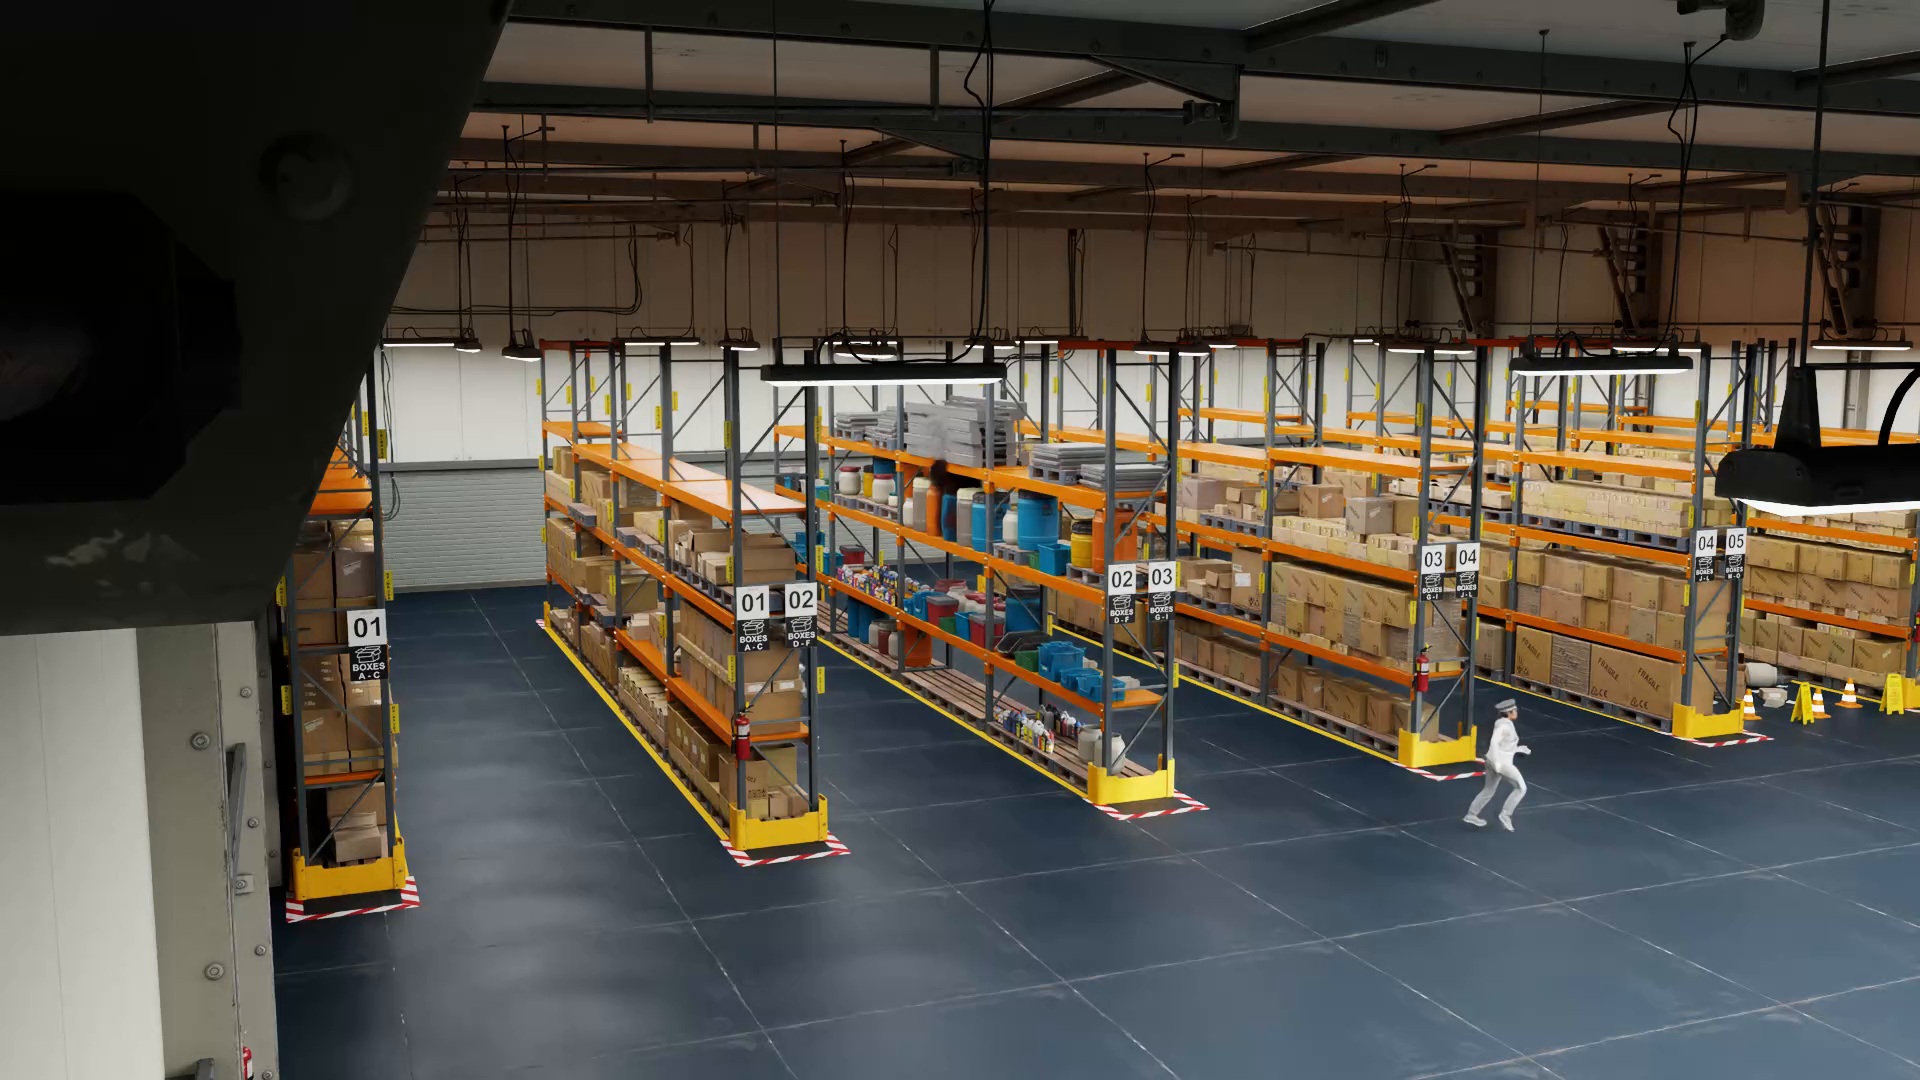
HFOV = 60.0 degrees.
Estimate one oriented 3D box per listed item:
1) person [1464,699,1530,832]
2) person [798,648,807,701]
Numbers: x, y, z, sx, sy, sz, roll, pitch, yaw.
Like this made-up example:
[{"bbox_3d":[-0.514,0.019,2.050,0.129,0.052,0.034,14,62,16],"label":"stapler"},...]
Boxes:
[{"bbox_3d":[6.752,2.824,20.796,0.785,1.693,0.551,0,7,-1],"label":"person"},{"bbox_3d":[-2.661,2.101,26.203,0.807,1.680,0.698,6,9,38],"label":"person"}]
